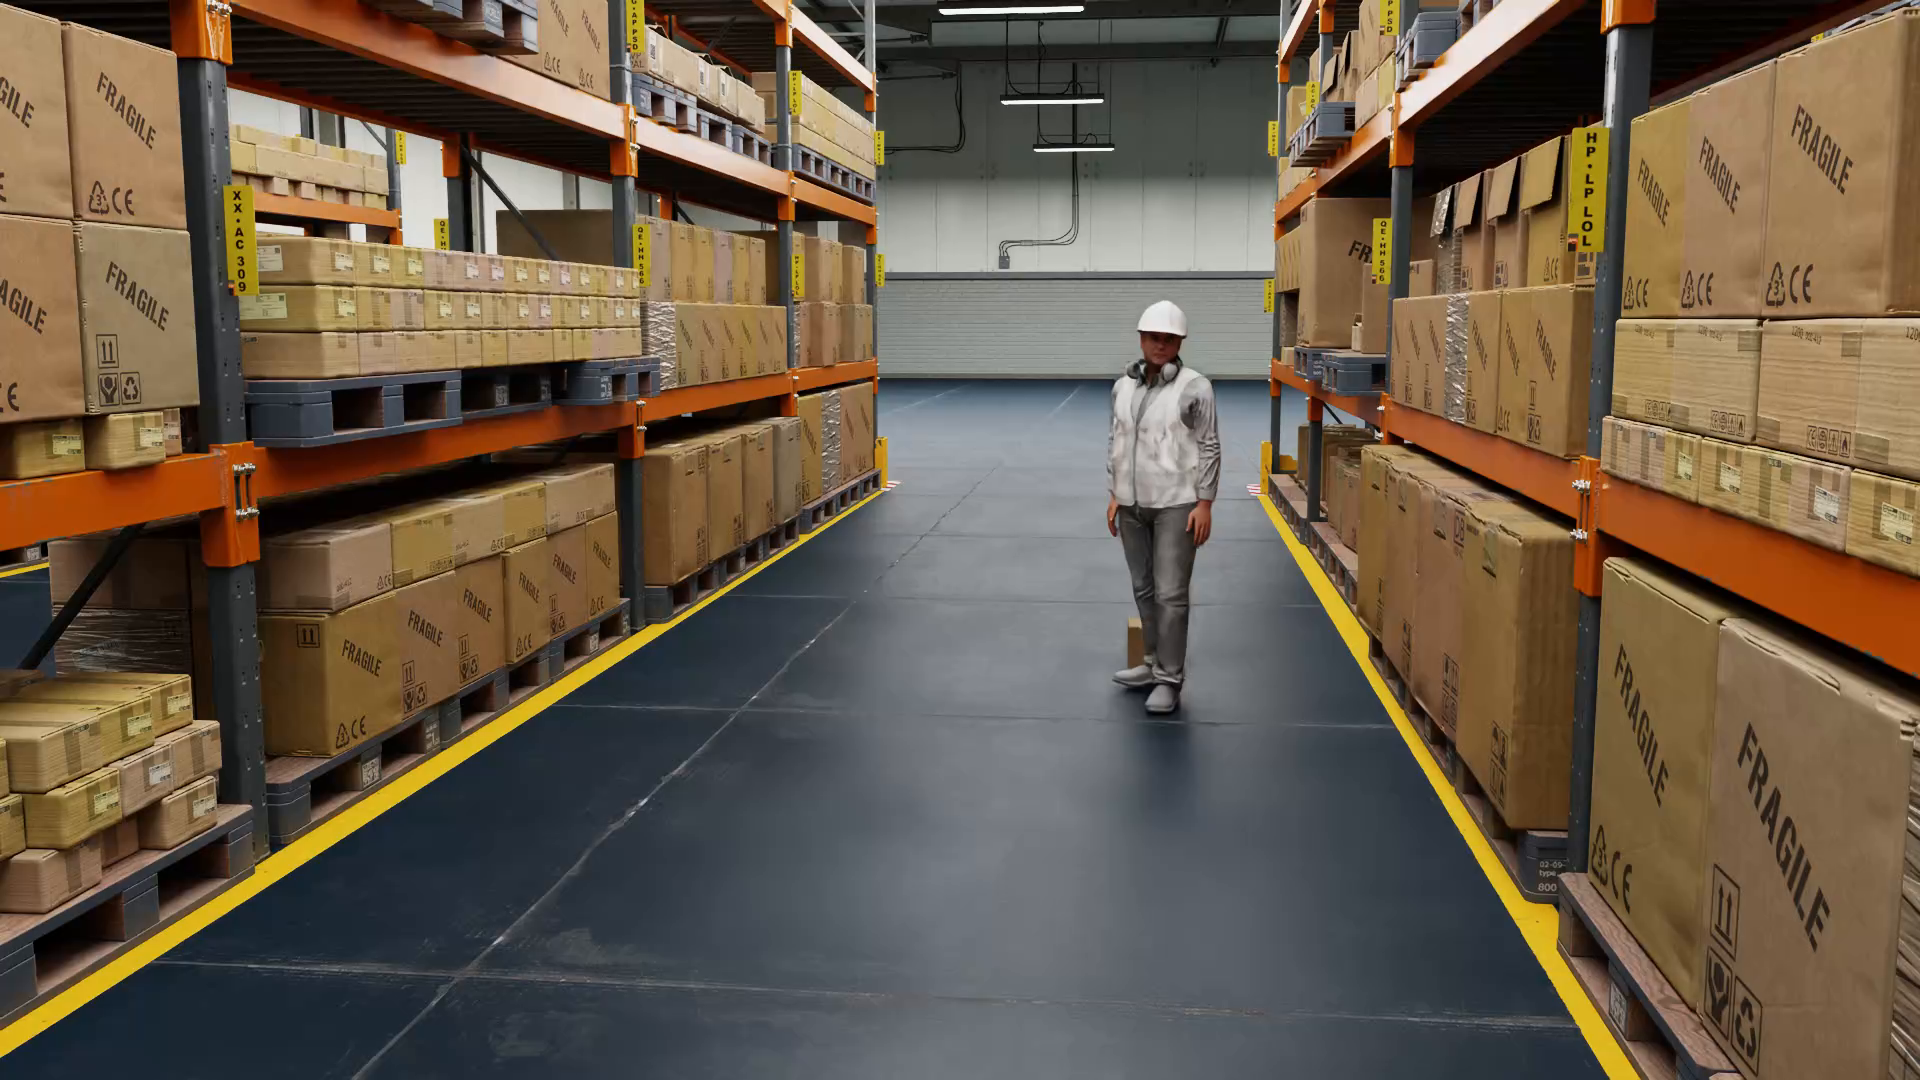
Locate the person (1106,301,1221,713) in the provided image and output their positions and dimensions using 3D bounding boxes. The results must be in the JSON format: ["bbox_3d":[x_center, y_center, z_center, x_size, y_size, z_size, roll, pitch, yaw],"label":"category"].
[{"bbox_3d":[0.876,-0.164,7.378,0.555,1.776,0.551,7,10,44],"label":"person"}]
